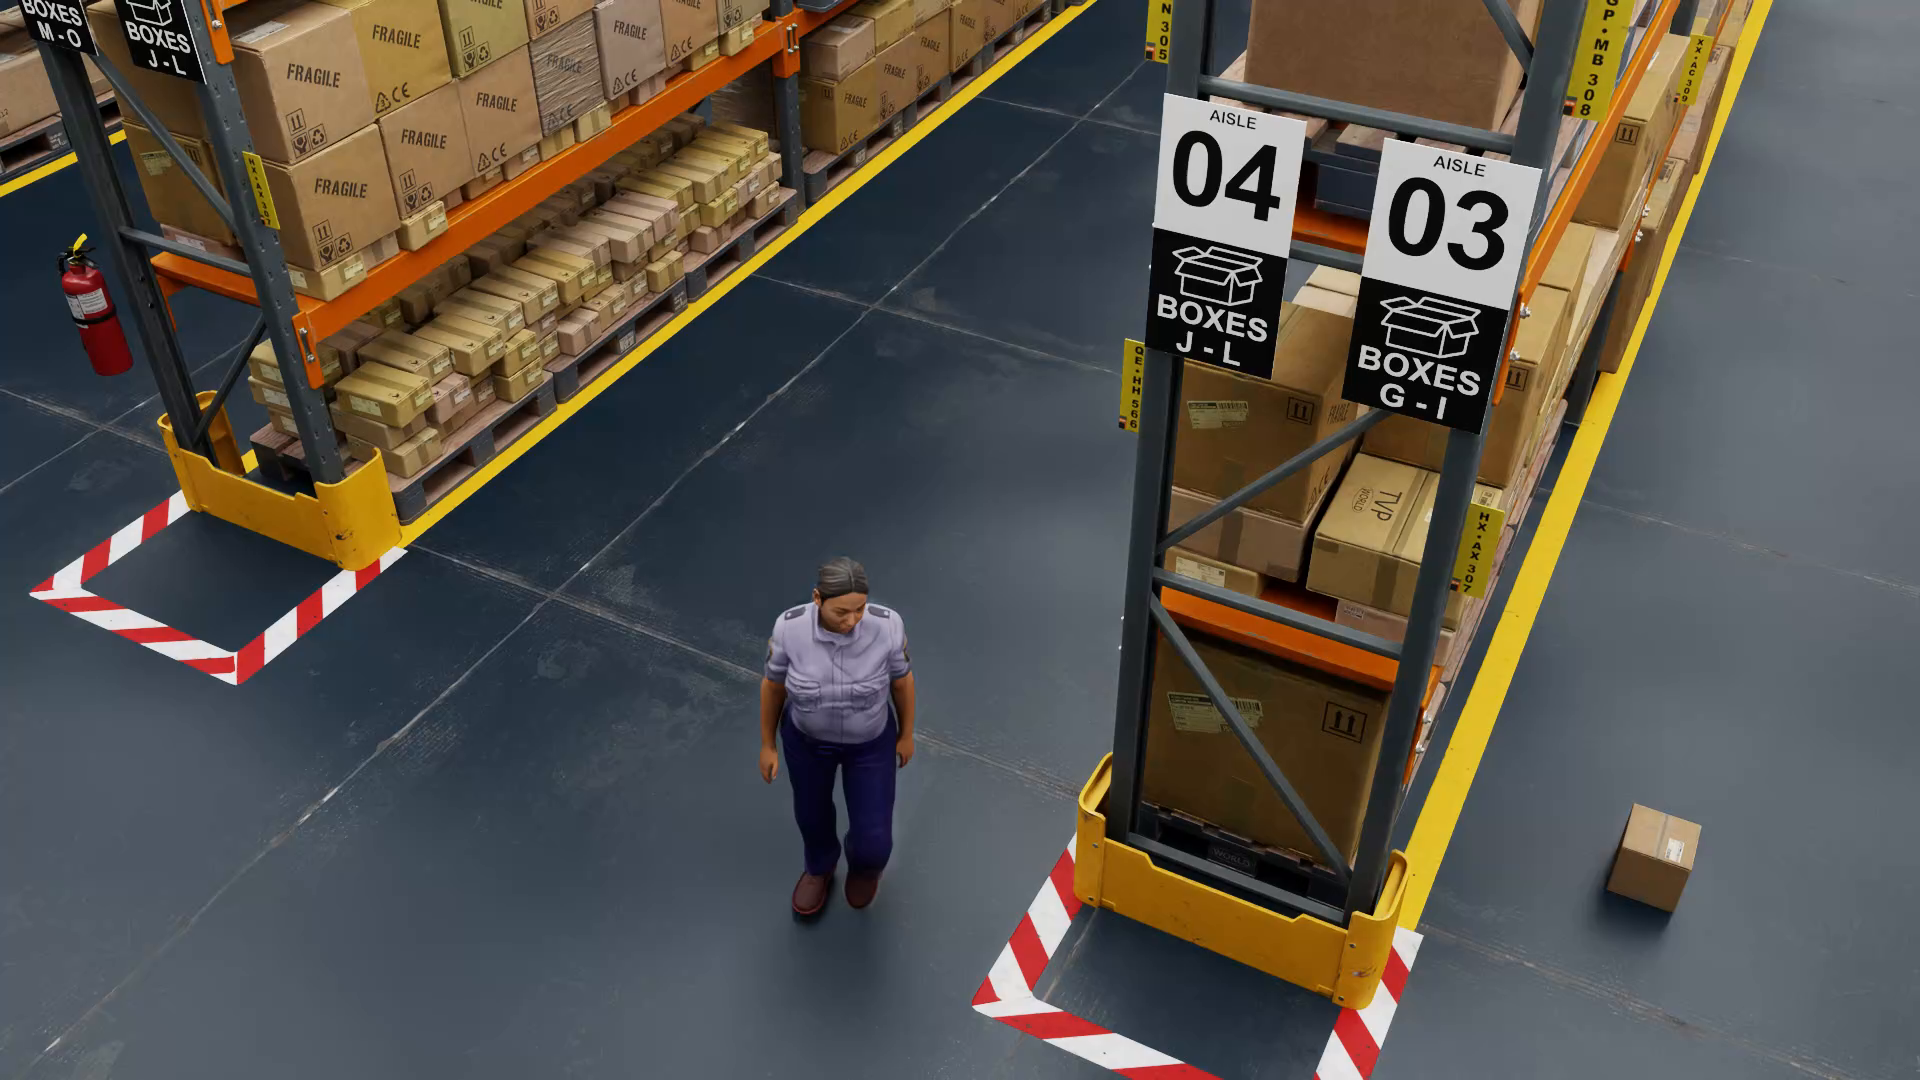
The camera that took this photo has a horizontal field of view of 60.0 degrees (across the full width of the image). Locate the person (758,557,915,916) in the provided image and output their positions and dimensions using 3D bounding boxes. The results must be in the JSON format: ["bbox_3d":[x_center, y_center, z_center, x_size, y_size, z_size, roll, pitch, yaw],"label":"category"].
[{"bbox_3d":[-0.438,0.737,5.794,0.534,1.643,0.455,4,38,5],"label":"person"}]
